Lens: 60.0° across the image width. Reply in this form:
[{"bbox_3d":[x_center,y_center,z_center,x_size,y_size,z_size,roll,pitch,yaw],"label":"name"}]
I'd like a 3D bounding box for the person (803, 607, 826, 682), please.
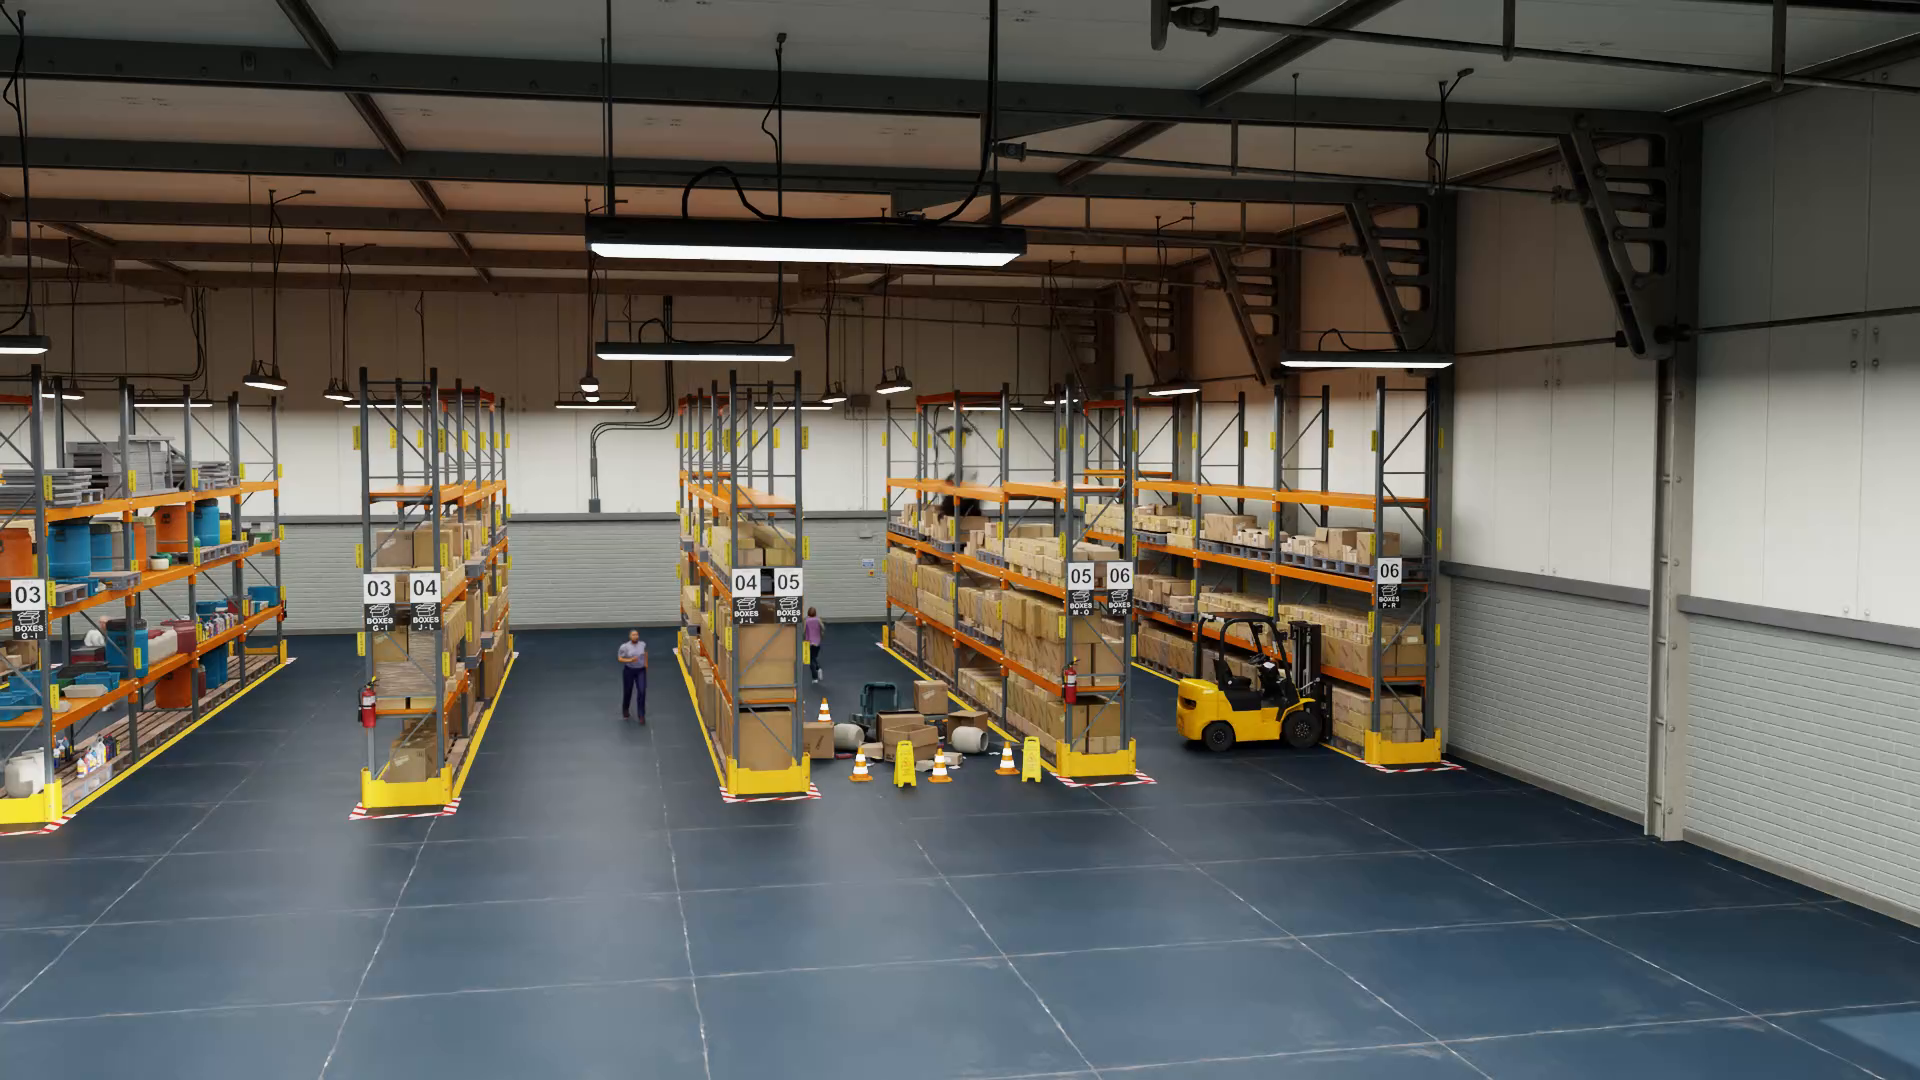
[{"bbox_3d":[-3.069,2.175,34.537,0.520,1.548,0.541,-1,4,-16],"label":"person"}]

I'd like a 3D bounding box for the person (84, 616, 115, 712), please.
[{"bbox_3d":[-15.840,2.306,30.754,0.705,1.803,0.845,-1,4,-16],"label":"person"}]

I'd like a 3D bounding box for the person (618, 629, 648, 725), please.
[{"bbox_3d":[-5.803,2.411,29.561,0.590,1.651,0.909,-2,4,-24],"label":"person"}]
